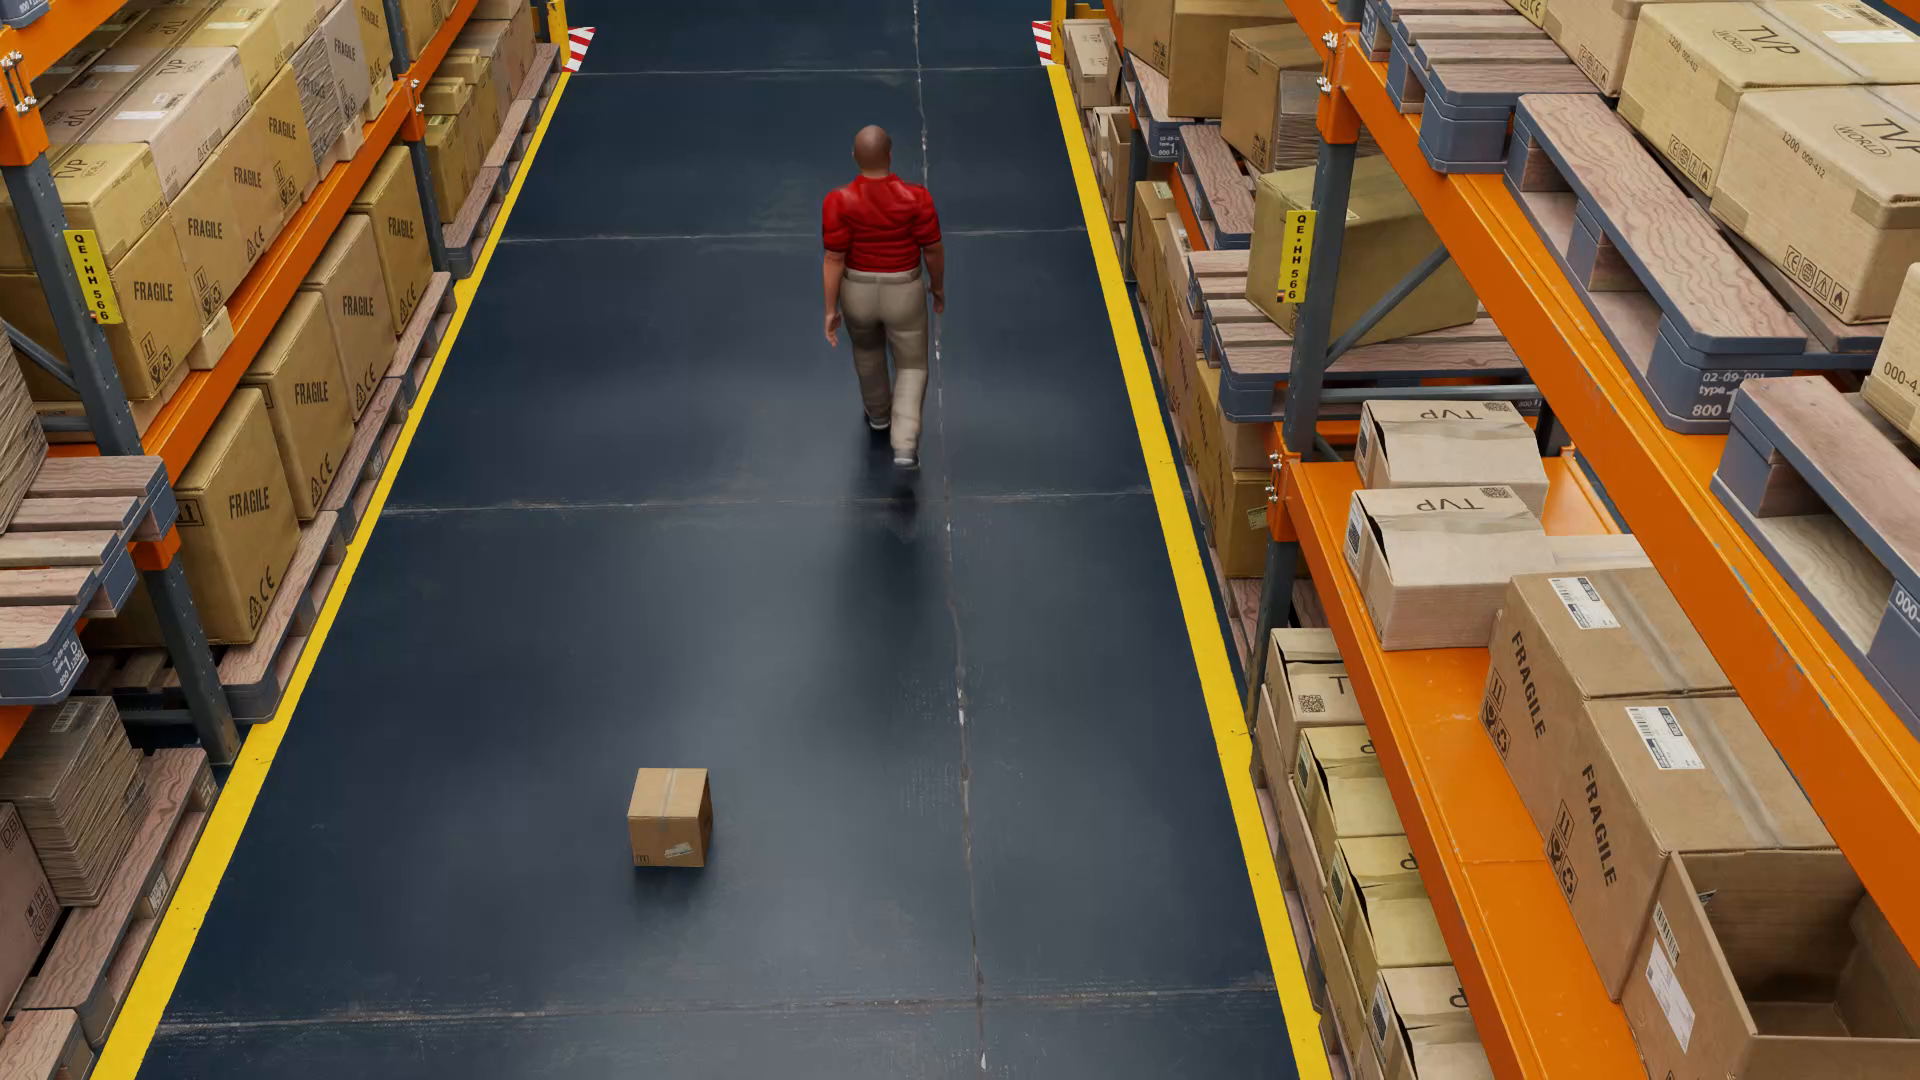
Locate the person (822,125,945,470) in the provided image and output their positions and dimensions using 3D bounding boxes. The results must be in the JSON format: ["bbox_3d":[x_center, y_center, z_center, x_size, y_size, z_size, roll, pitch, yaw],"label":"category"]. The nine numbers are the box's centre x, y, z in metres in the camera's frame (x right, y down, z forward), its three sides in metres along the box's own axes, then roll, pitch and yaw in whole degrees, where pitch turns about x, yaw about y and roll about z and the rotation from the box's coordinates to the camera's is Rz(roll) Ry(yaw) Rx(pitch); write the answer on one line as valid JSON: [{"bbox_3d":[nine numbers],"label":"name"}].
[{"bbox_3d":[-0.350,-1.144,7.792,0.553,1.676,0.969,2,35,2],"label":"person"}]
